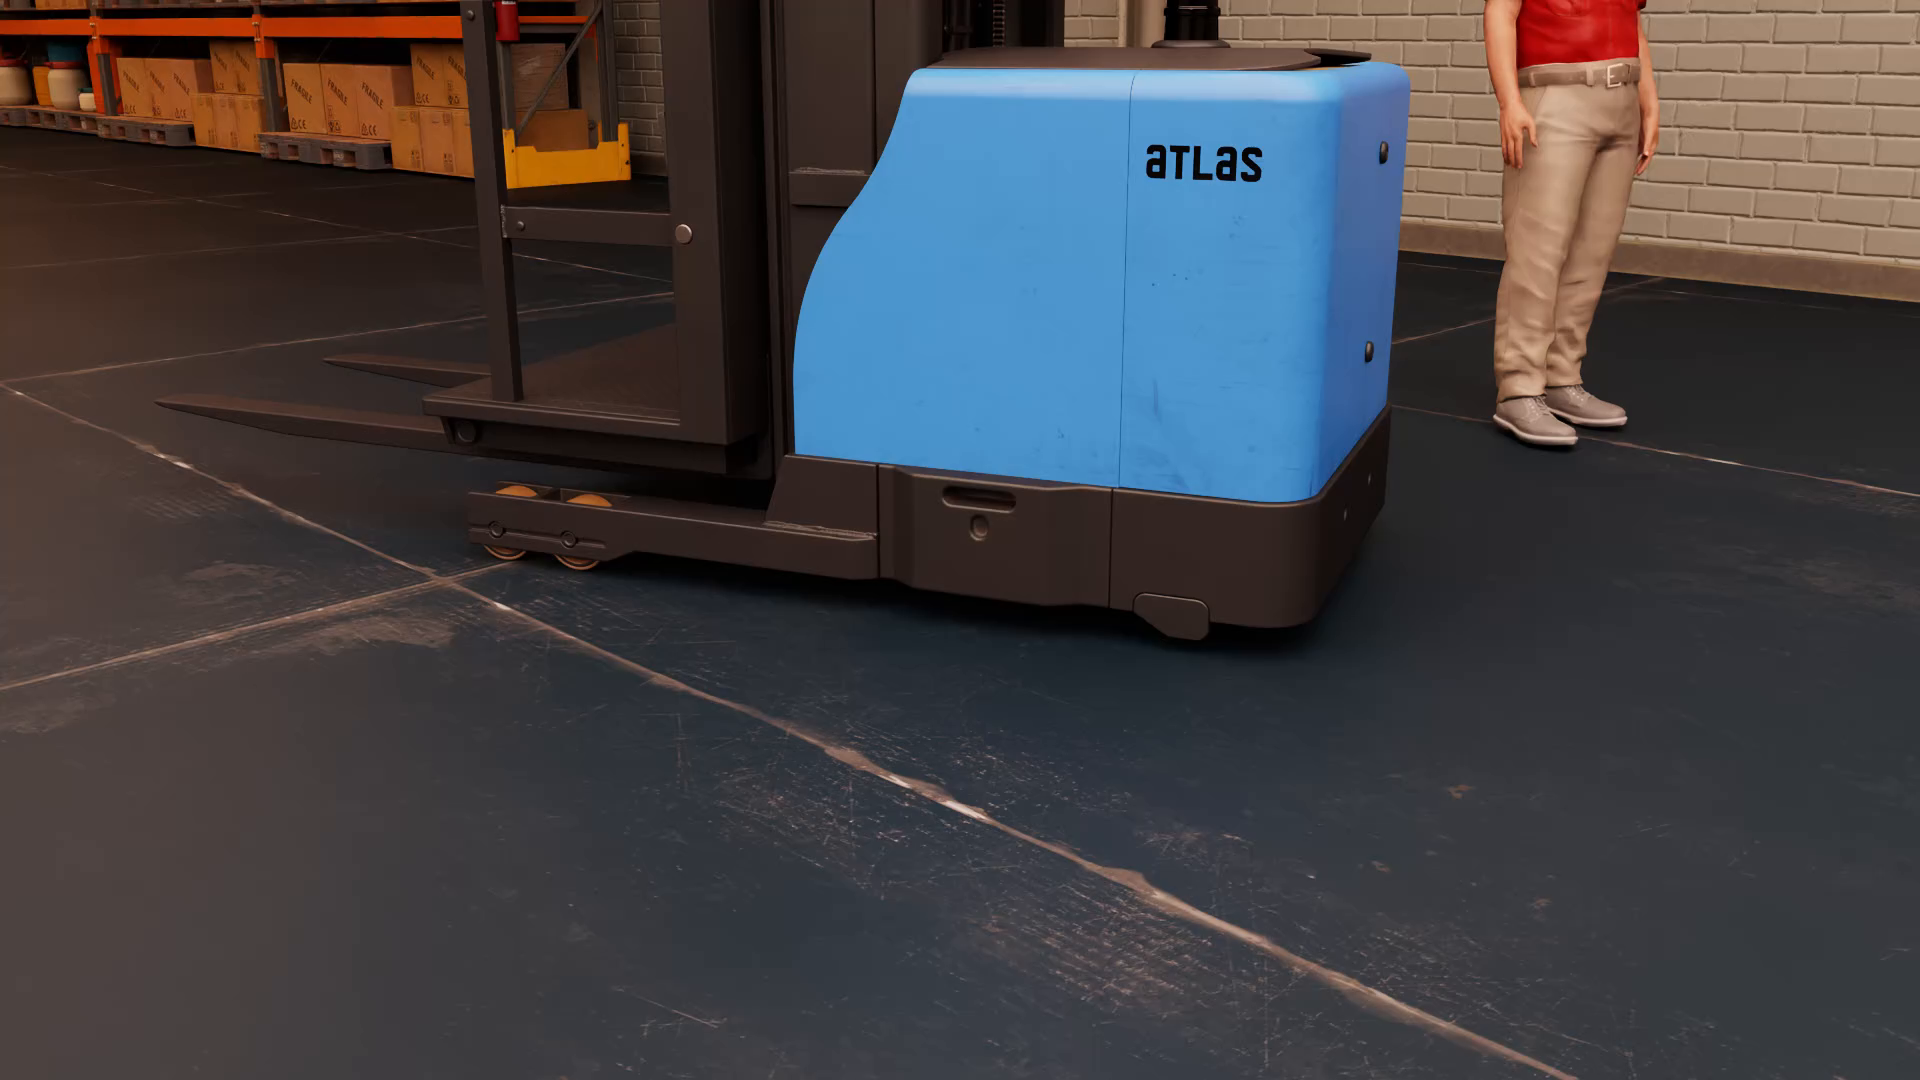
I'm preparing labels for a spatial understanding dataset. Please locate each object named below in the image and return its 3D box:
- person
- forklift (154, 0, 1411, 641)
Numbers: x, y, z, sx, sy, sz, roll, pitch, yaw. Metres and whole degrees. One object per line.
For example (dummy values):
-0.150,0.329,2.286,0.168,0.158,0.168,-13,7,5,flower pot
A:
1.826,-1.186,4.781,0.642,1.728,0.550,-9,19,-27,person
-0.563,-1.469,3.684,3.031,2.935,1.130,7,18,21,forklift
